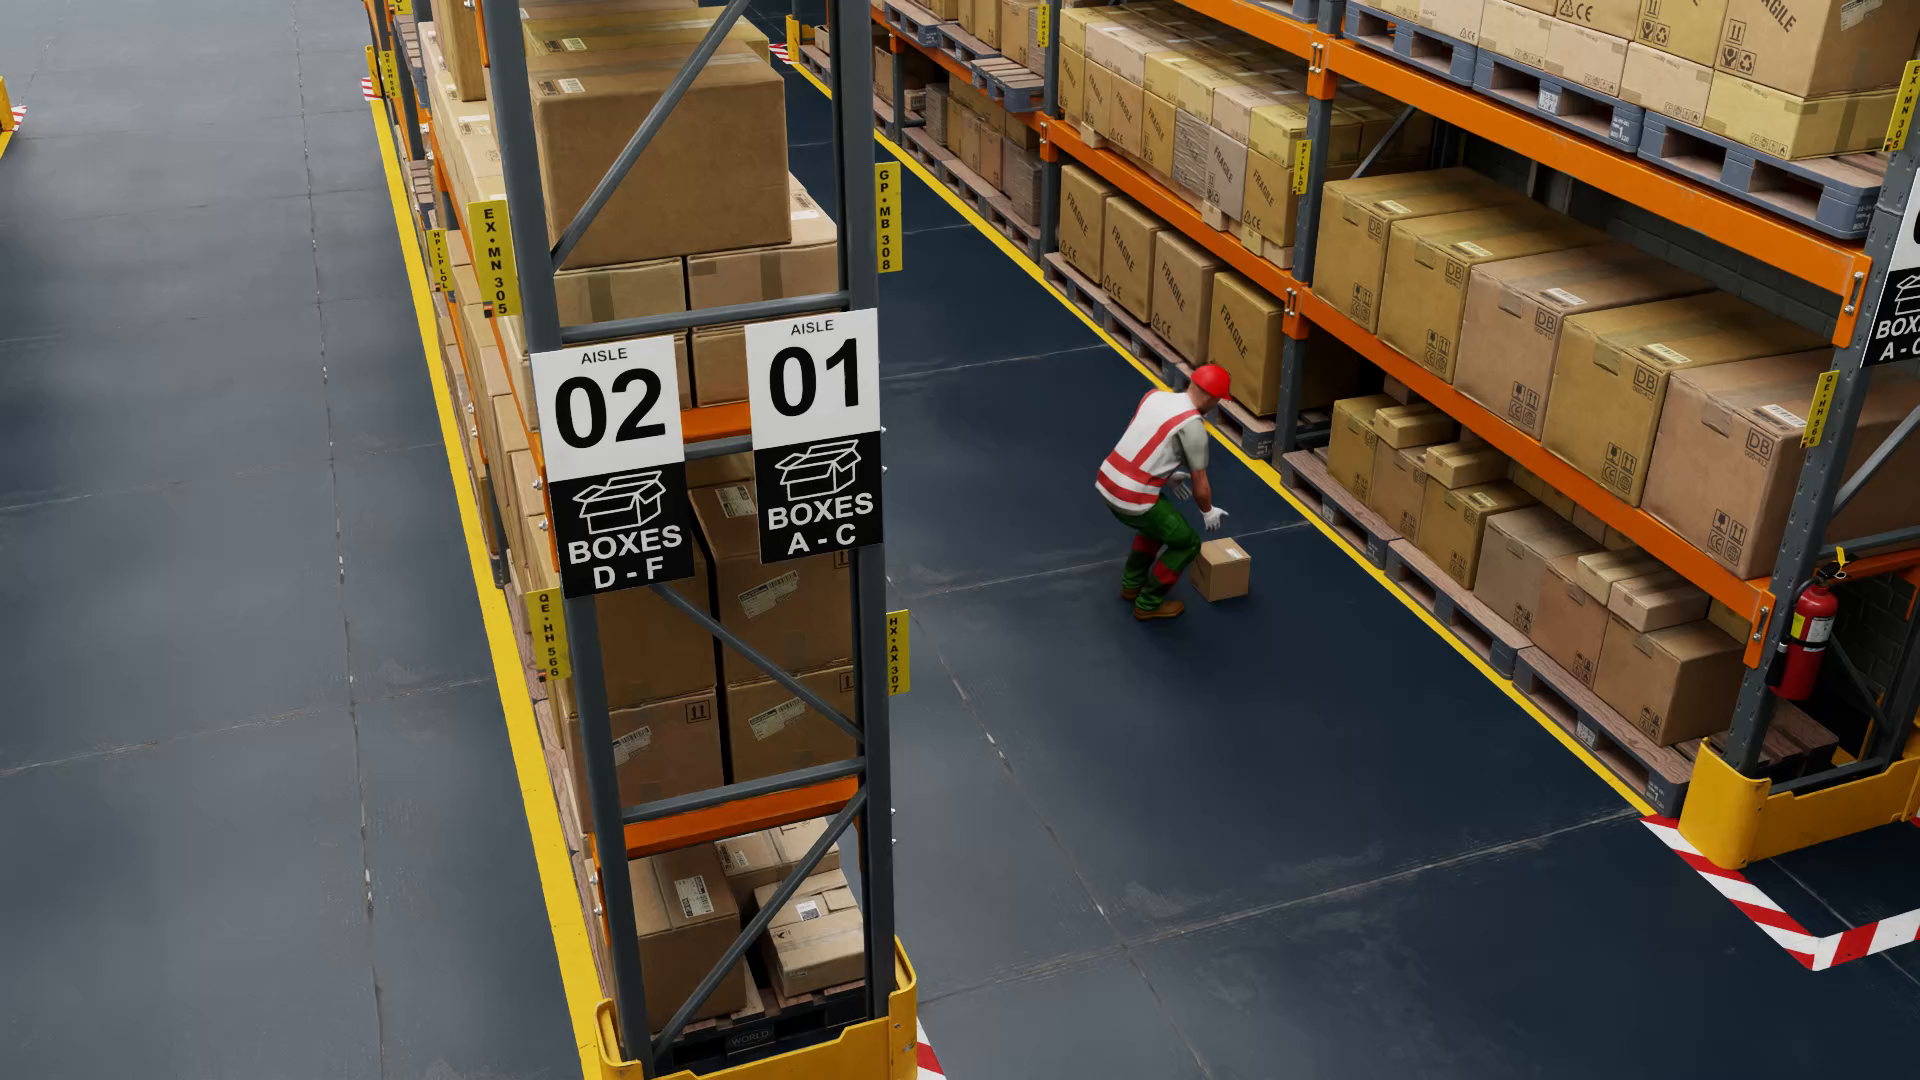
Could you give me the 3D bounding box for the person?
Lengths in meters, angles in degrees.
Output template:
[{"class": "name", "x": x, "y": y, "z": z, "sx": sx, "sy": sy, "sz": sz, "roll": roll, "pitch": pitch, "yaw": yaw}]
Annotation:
[{"class": "person", "x": 1.117, "y": -0.280, "z": 9.200, "sx": 0.766, "sy": 1.412, "sz": 0.584, "roll": -10, "pitch": 31, "yaw": -17}]
